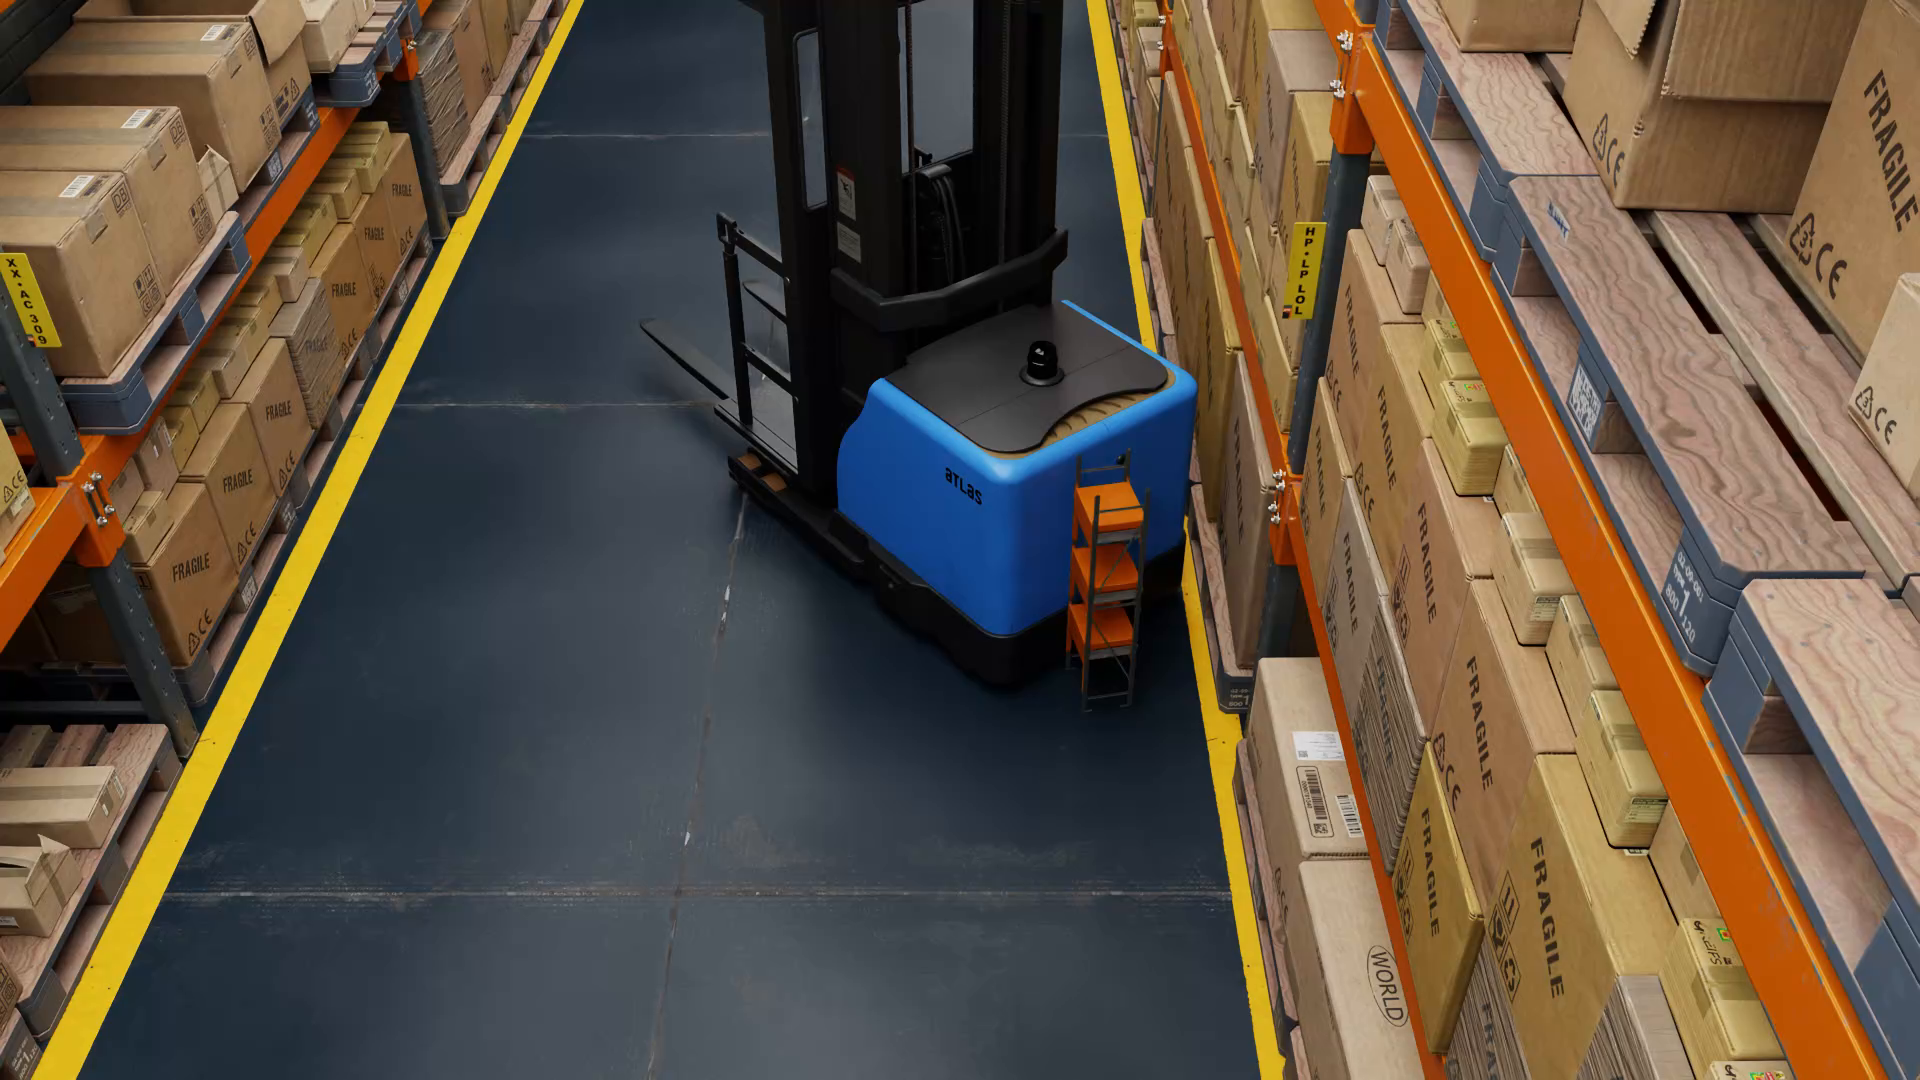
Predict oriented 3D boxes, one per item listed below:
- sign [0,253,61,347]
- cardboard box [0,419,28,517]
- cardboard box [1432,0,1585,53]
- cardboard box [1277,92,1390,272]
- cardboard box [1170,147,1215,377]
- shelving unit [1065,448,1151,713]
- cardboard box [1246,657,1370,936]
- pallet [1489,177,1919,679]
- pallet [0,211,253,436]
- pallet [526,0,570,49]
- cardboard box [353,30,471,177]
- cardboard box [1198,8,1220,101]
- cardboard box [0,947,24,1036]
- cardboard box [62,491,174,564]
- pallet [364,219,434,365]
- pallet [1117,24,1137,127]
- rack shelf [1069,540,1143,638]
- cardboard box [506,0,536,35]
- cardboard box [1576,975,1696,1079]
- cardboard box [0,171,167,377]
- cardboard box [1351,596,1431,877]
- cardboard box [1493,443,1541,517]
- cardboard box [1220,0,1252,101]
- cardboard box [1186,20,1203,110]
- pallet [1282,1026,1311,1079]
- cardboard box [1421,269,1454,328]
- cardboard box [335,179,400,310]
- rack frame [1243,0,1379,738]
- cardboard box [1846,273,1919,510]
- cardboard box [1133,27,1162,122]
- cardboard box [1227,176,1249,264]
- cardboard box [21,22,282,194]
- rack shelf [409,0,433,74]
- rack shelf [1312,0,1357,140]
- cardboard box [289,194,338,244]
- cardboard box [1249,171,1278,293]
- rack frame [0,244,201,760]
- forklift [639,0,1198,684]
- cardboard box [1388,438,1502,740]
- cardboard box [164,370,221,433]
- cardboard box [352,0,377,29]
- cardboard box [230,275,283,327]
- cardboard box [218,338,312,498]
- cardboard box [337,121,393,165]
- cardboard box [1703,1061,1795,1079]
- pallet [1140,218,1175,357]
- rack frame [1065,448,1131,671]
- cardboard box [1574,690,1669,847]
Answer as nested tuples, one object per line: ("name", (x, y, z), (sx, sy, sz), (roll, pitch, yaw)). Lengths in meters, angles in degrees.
("sign", (-2.843, -0.728, 5.068), (0.100, 0.325, 0.005), (0, 39, 0))
("cardboard box", (-3.141, -0.125, 4.889), (0.500, 0.250, 0.500), (1, 39, 1))
("cardboard box", (1.369, -1.436, 3.749), (0.500, 0.500, 0.500), (1, 39, 1))
("cardboard box", (1.327, -1.100, 5.344), (0.500, 0.500, 0.500), (1, 39, 1))
("cardboard box", (1.488, -1.238, 7.759), (0.875, 0.875, 0.875), (0, 39, 1))
("shelving unit", (0.541, 0.170, 6.198), (0.215, 1.050, 0.252), (-7, 39, -9))
("cardboard box", (1.472, 0.837, 5.520), (0.875, 0.438, 0.875), (-1, 39, -1))
("pallet", (1.567, -0.255, 2.841), (1.003, 0.211, 1.213), (0, 39, 0))
("pallet", (-3.277, -0.810, 6.016), (1.003, 0.211, 1.213), (0, 39, 0))
("pallet", (-3.355, -3.839, 11.872), (1.003, 0.211, 1.213), (0, 39, 0))
("cardboard box", (-3.377, -2.514, 9.552), (0.875, 0.625, 0.625), (1, 39, 1))
("cardboard box", (1.315, -2.077, 7.164), (0.500, 0.250, 0.500), (0, 39, 0))
("cardboard box", (-3.250, 1.361, 4.816), (0.700, 0.500, 0.500), (-1, 39, -2))
("cardboard box", (-3.120, -0.052, 6.060), (0.380, 0.149, 0.250), (2, 39, 2))
("pallet", (-3.427, -1.332, 8.743), (1.003, 0.211, 1.213), (0, 39, 0))
("pallet", (1.576, -3.054, 10.892), (1.003, 0.211, 1.213), (0, 39, 0))
("rack shelf", (0.541, 0.178, 6.205), (0.215, 0.259, 0.240), (-7, 39, -9))
("cardboard box", (-3.390, -3.814, 11.174), (0.875, 0.625, 0.625), (0, 39, 0))
("cardboard box", (1.314, 1.053, 2.658), (0.500, 0.500, 0.500), (0, 39, 0))
("cardboard box", (-3.162, -0.891, 5.547), (0.700, 0.500, 0.500), (1, 39, 1))
("cardboard box", (1.308, 0.489, 4.161), (0.500, 0.500, 0.500), (0, 39, 0))
("cardboard box", (1.371, -0.077, 3.550), (0.380, 0.149, 0.250), (0, 39, 0))
("cardboard box", (1.322, -2.064, 6.547), (0.500, 0.500, 0.500), (1, 39, 1))
("cardboard box", (1.341, -2.207, 7.725), (0.500, 0.250, 0.500), (-1, 39, -1))
("pallet", (1.505, 1.937, 4.664), (1.003, 0.211, 1.213), (0, 39, 0))
("cardboard box", (1.378, -0.556, 4.147), (0.380, 0.149, 0.250), (0, 39, -1))
("cardboard box", (-3.185, -1.498, 8.384), (0.500, 0.500, 0.500), (-1, 39, -1))
("rack frame", (1.578, -0.391, 5.340), (1.000, 3.000, 0.127), (0, 39, 0))
("cardboard box", (1.631, -0.165, 2.314), (0.500, 0.311, 0.500), (1, 39, 1))
("cardboard box", (1.574, -2.846, 10.168), (0.950, 0.372, 0.625), (-1, 39, -1))
("cardboard box", (1.345, -1.247, 6.528), (0.500, 0.250, 0.500), (-1, 39, -1))
("cardboard box", (-3.164, -1.706, 6.564), (0.700, 0.500, 0.500), (0, 39, 0))
("rack shelf", (-3.392, -3.857, 10.239), (1.077, 0.370, 4.000), (0, 39, 0))
("rack shelf", (1.576, -2.532, 6.187), (1.077, 0.370, 4.000), (0, 39, 0))
("cardboard box", (-3.194, -1.519, 7.891), (0.380, 0.149, 0.250), (1, 39, 1))
("cardboard box", (1.327, -1.116, 5.964), (0.500, 0.250, 0.500), (1, 39, 1))
("rack frame", (-3.385, -0.385, 5.332), (1.000, 3.000, 0.127), (0, 39, 0))
("forklift", (-0.389, -1.448, 6.713), (1.130, 2.935, 3.031), (-27, 46, -29))
("cardboard box", (1.320, 0.114, 3.830), (0.500, 0.500, 0.500), (1, 39, 1))
("cardboard box", (-3.223, -0.557, 6.690), (0.380, 0.149, 0.250), (-1, 39, -1))
("cardboard box", (-3.006, -2.542, 7.889), (0.380, 0.149, 0.250), (1, 39, 1))
("cardboard box", (-3.213, -1.037, 7.289), (0.380, 0.149, 0.250), (0, 39, 0))
("cardboard box", (-3.168, -0.522, 7.165), (0.500, 0.500, 0.500), (-1, 39, -1))
("cardboard box", (-3.136, -2.020, 8.516), (0.380, 0.149, 0.250), (-2, 39, -2))
("cardboard box", (1.273, 0.883, 2.351), (0.380, 0.149, 0.250), (0, 39, 0))
("pallet", (1.499, -1.312, 8.718), (1.003, 0.211, 1.213), (0, 39, 0))
("rack frame", (0.516, 0.095, 6.292), (0.200, 1.050, 0.008), (-7, 39, -9))
("cardboard box", (1.326, 0.406, 2.947), (0.380, 0.149, 0.250), (1, 39, 1))
